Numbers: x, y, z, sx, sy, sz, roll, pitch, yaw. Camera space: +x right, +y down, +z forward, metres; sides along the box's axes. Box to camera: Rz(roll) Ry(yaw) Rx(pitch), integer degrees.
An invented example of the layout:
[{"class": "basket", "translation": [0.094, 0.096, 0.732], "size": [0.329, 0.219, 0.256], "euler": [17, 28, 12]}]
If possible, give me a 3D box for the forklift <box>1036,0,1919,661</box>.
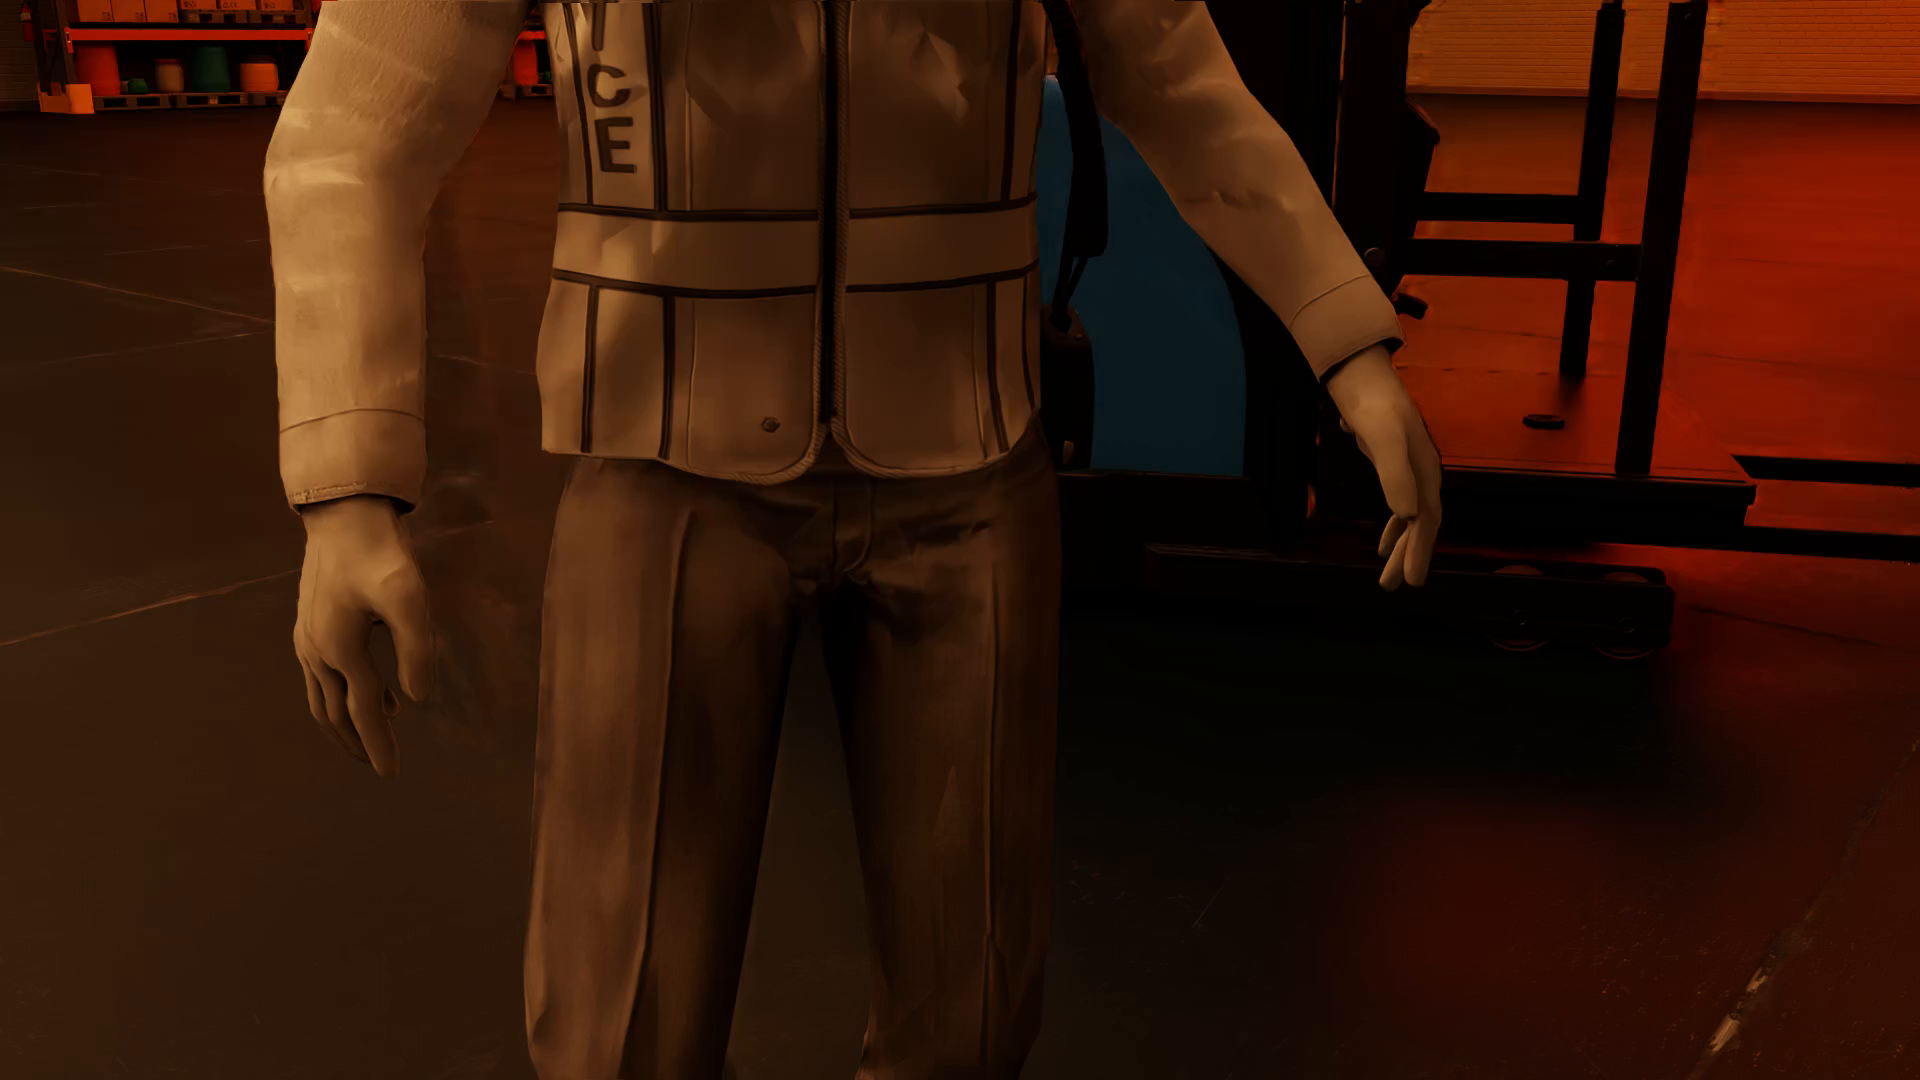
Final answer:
[{"class": "forklift", "translation": [1.116, -1.342, 3.317], "size": [3.031, 2.935, 1.130], "euler": [4, 17, 13]}]
